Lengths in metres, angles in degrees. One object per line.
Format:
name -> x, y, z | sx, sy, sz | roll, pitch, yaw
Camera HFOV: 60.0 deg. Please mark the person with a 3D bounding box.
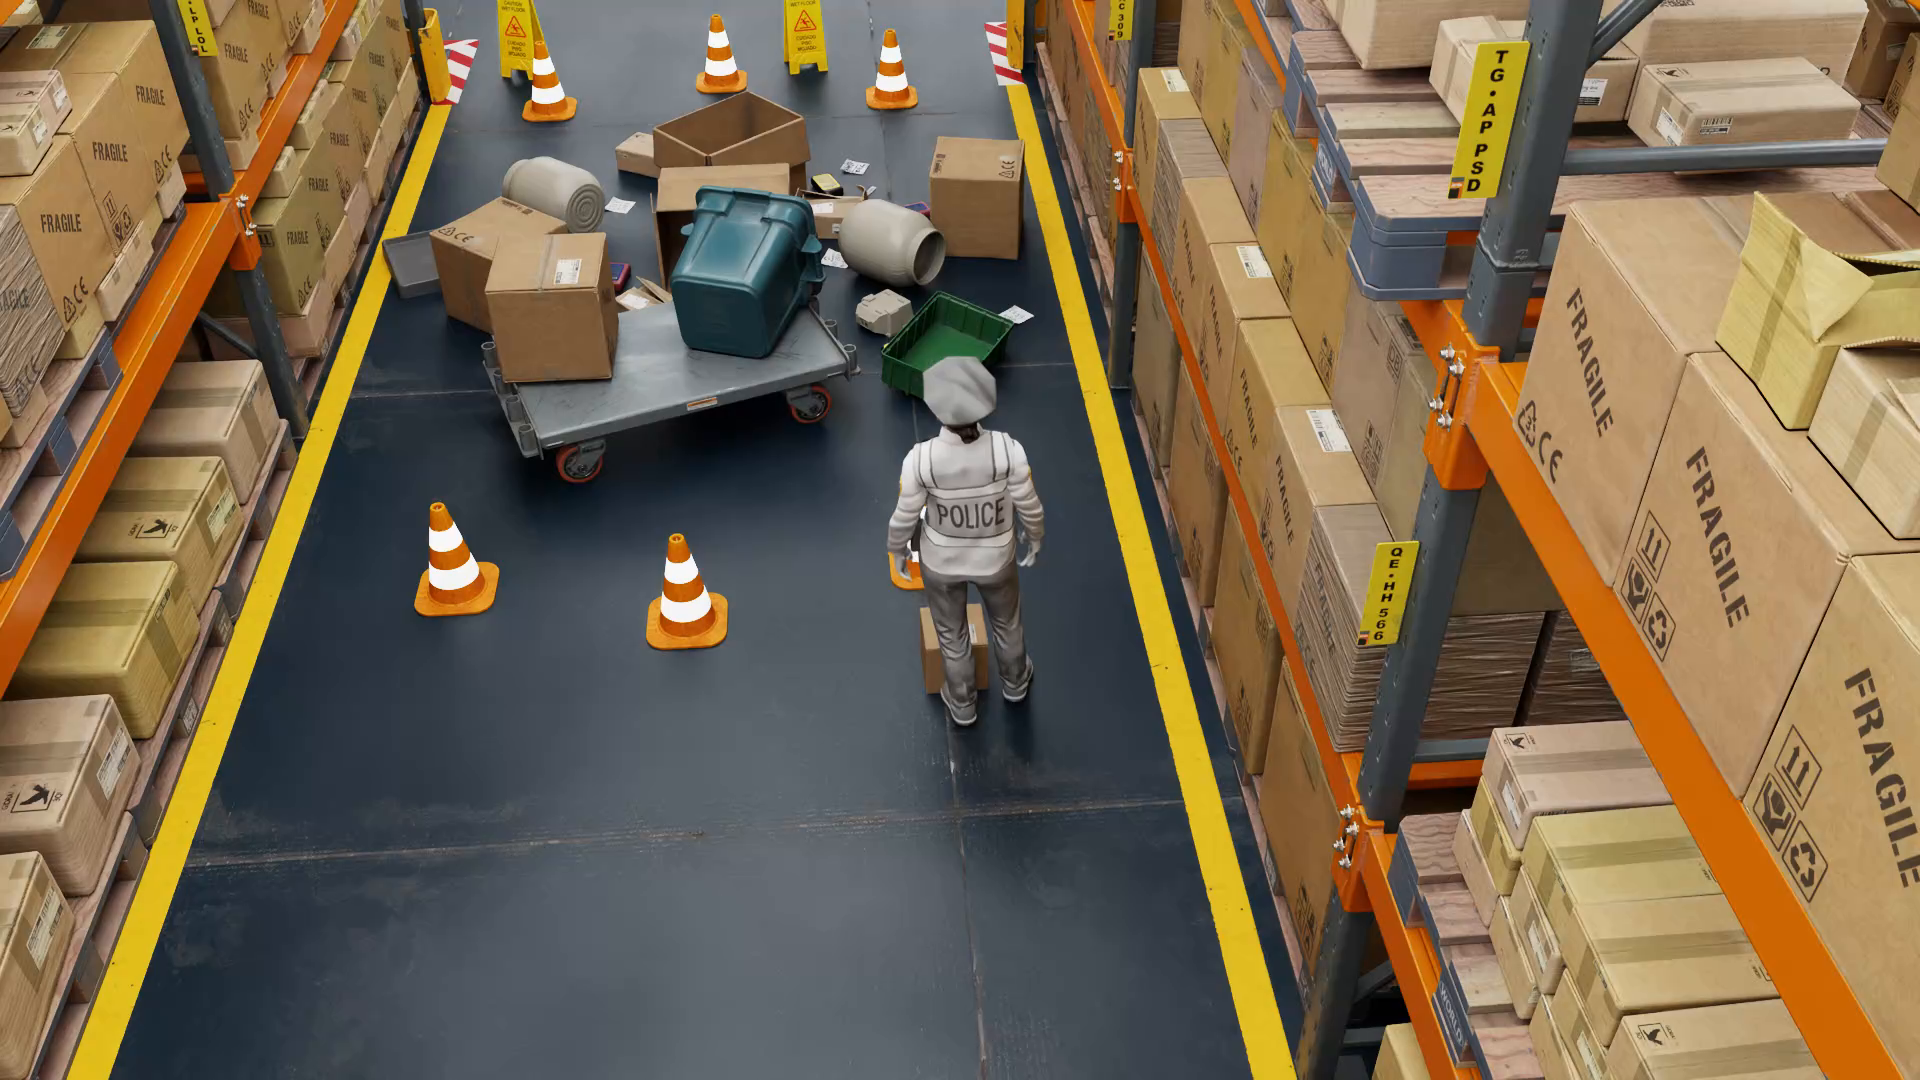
person -> 0.022, 0.004, 6.110 | 0.586, 1.695, 0.532 | -3, 39, -4
